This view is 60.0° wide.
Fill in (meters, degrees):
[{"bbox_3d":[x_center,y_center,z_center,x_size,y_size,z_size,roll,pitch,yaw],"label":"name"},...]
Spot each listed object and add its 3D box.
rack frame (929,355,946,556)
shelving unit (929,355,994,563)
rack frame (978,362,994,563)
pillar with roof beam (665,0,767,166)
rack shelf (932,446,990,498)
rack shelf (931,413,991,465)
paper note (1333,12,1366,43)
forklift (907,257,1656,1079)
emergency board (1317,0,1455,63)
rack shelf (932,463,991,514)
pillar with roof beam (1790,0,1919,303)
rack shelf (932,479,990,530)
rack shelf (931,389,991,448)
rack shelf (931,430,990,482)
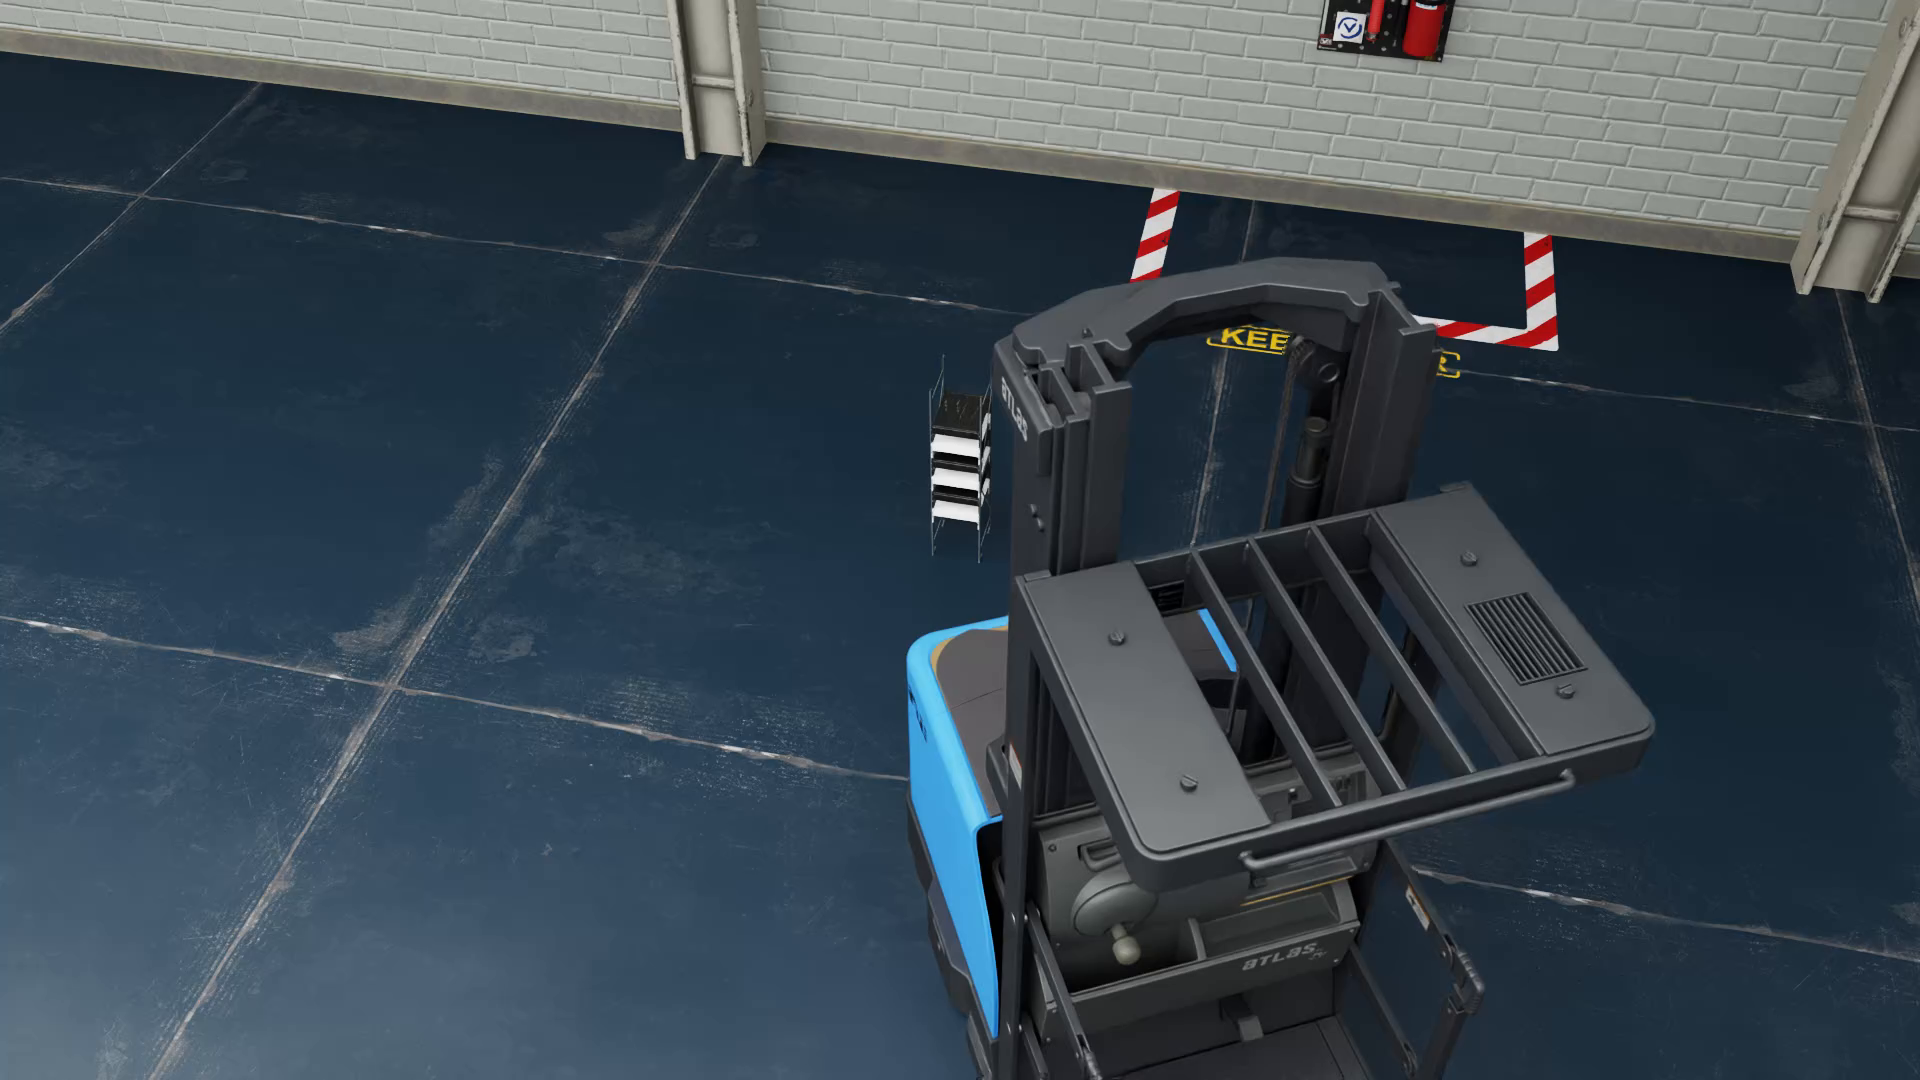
[{"bbox_3d":[-0.091,-0.338,6.913,0.006,0.900,0.240,9,45,9],"label":"rack frame"},{"bbox_3d":[0.008,-0.323,6.897,0.210,0.900,0.258,9,45,9],"label":"shelving unit"},{"bbox_3d":[0.107,-0.308,6.881,0.006,0.900,0.240,9,45,9],"label":"rack frame"},{"bbox_3d":[-2.276,-2.576,3.397,0.400,9.000,9.100,9,45,9],"label":"pillar with roof beam"},{"bbox_3d":[0.008,-0.299,6.920,0.200,0.077,0.258,9,45,9],"label":"rack shelf"},{"bbox_3d":[0.008,-0.429,6.795,0.200,0.077,0.258,9,45,9],"label":"rack shelf"},{"bbox_3d":[1.959,-2.576,8.358,0.142,0.148,0.016,9,45,9],"label":"paper note"},{"bbox_3d":[0.722,0.914,4.147,1.130,2.935,3.031,-12,45,-12],"label":"forklift"},{"bbox_3d":[2.116,-2.820,7.976,0.643,1.169,0.194,9,45,9],"label":"emergency board"},{"bbox_3d":[0.008,-0.234,6.982,0.200,0.077,0.258,9,45,9],"label":"rack shelf"},{"bbox_3d":[3.580,-1.668,2.454,0.400,9.000,9.100,9,45,9],"label":"pillar with roof beam"},{"bbox_3d":[0.008,-0.169,7.045,0.200,0.077,0.258,9,45,9],"label":"rack shelf"},{"bbox_3d":[0.008,-0.493,6.733,0.200,0.077,0.258,9,45,9],"label":"rack shelf"},{"bbox_3d":[0.008,-0.364,6.857,0.200,0.077,0.258,9,45,9],"label":"rack shelf"}]
